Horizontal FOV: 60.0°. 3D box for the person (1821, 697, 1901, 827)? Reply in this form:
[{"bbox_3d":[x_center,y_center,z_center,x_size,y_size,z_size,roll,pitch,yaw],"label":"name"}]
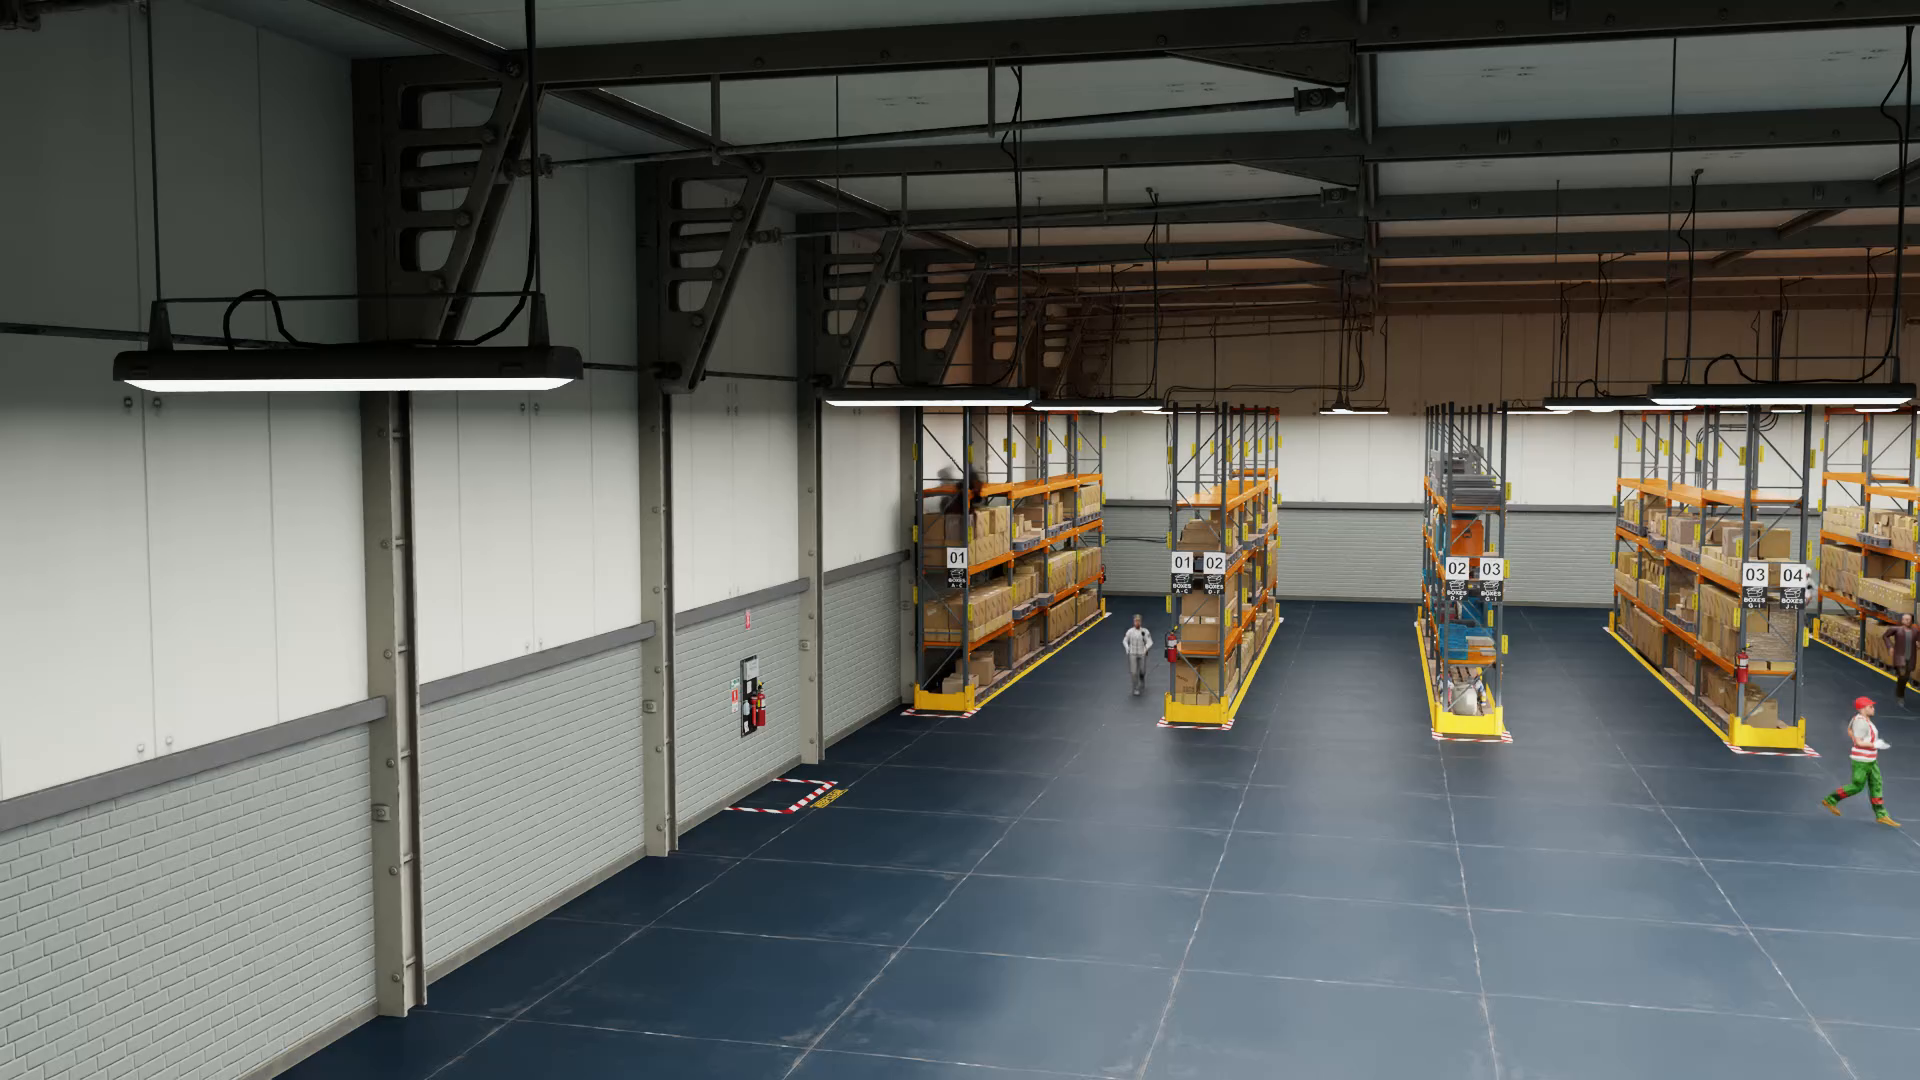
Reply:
[{"bbox_3d":[12.656,3.085,23.309,0.987,1.786,0.656,3,5,38],"label":"person"}]

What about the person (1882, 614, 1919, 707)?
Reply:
[{"bbox_3d":[18.827,2.397,33.151,0.684,1.850,0.857,1,4,7],"label":"person"}]

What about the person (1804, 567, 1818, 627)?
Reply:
[{"bbox_3d":[22.428,1.586,44.328,0.820,1.752,0.809,0,4,-4],"label":"person"}]

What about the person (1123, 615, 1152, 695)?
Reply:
[{"bbox_3d":[3.668,2.356,34.405,0.614,1.647,0.540,1,4,8],"label":"person"}]
